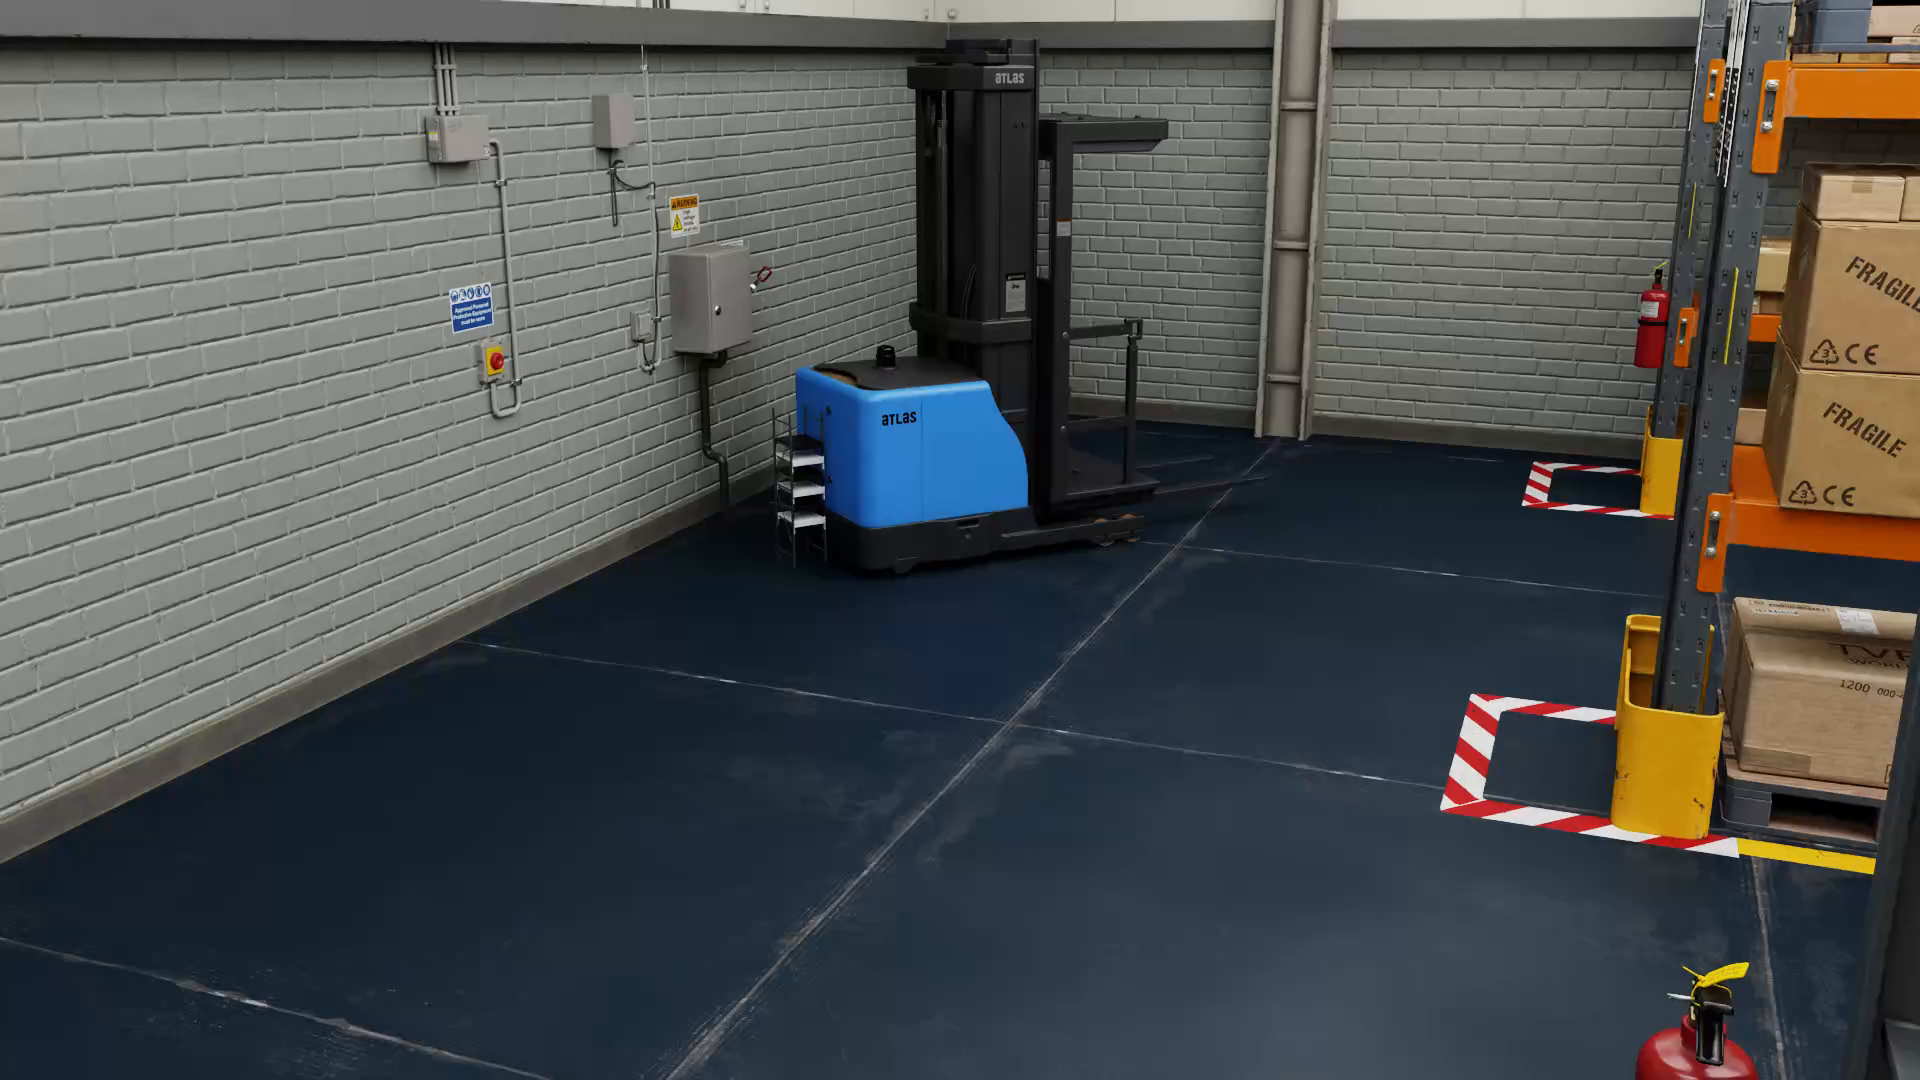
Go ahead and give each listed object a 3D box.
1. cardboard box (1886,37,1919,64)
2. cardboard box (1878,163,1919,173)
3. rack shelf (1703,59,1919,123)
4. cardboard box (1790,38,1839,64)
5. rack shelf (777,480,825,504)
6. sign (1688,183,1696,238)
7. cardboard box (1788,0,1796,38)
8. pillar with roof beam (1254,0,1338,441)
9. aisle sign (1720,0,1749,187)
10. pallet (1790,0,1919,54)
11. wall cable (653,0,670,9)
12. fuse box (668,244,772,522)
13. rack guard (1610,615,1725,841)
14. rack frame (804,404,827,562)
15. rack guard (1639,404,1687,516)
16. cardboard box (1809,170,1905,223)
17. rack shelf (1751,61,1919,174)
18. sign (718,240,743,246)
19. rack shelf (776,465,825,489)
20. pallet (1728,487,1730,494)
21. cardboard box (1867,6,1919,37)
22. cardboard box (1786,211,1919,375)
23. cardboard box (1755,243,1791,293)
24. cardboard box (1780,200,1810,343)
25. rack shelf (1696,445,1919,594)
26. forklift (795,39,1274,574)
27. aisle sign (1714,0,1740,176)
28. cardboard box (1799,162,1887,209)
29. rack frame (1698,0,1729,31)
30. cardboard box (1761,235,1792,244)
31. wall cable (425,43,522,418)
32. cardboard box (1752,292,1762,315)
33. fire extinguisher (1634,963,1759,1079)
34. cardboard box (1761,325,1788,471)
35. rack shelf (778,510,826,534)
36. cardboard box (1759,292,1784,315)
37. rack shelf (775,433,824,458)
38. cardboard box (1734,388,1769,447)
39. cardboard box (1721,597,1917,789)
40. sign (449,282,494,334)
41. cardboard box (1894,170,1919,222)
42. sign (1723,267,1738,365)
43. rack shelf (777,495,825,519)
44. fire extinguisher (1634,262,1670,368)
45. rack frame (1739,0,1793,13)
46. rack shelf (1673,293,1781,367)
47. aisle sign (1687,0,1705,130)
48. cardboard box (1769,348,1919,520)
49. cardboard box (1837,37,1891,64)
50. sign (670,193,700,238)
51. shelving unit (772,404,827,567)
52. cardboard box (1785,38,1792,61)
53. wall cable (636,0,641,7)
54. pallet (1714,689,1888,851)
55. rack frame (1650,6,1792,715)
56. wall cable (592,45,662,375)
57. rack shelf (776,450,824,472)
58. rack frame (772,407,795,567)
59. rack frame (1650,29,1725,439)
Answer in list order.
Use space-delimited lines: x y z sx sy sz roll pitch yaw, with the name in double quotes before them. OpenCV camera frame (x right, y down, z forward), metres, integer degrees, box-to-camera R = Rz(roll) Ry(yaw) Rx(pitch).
"cardboard box" 5.598 -2.880 9.784 0.250 0.149 0.380 7 17 22
"cardboard box" 3.541 -1.303 6.147 0.250 0.149 0.380 7 17 22
"rack shelf" 6.567 -2.646 9.819 4.000 0.370 1.077 6 17 21
"cardboard box" 5.171 -2.963 10.070 0.250 0.149 0.380 7 17 22
"rack shelf" -0.931 -0.286 9.664 0.200 0.077 0.258 -10 19 -30
"sign" 4.507 -2.031 10.236 0.005 0.325 0.100 6 17 21
"cardboard box" 5.019 -3.151 10.003 0.500 0.250 0.500 6 17 20
"pillar with roof beam" 0.949 -4.030 7.915 0.400 9.000 9.100 6 17 21
"aisle sign" 2.715 -1.649 5.810 0.004 0.787 0.394 6 17 21
"pallet" 3.583 -1.793 5.748 1.213 0.211 1.003 6 17 21
"wall cable" -1.171 -4.789 10.464 0.133 3.039 2.988 6 17 21
"fuse box" -1.459 -0.950 10.377 0.414 1.711 0.539 6 17 21
"rack guard" 2.866 0.730 6.763 0.348 0.500 1.175 6 17 21
"rack frame" -0.844 -0.333 9.706 0.006 0.900 0.240 -10 19 -30
"rack guard" 4.777 -0.548 11.164 0.348 0.500 1.175 6 17 21
"cardboard box" 3.117 -1.200 5.790 0.250 0.149 0.380 7 17 22
"rack shelf" 4.749 -1.359 5.384 4.000 0.370 1.077 6 17 21
"sign" -1.470 -1.672 10.725 0.001 0.494 0.329 6 17 21
"rack shelf" -0.931 -0.372 9.639 0.200 0.077 0.258 -10 19 -30
"pallet" 5.519 -0.328 10.924 1.213 0.211 1.003 6 17 21
"cardboard box" 5.499 -3.104 9.842 0.500 0.250 0.500 7 17 22
"cardboard box" 3.231 -0.873 5.829 0.500 0.500 0.500 6 17 19
"cardboard box" 5.030 -1.710 10.421 0.500 0.250 0.500 6 17 21
"cardboard box" 3.424 -1.009 6.296 0.500 0.500 0.500 7 18 22
"rack shelf" 4.749 0.082 5.802 4.000 0.370 1.077 6 17 21
"forklift" 0.552 -1.491 10.051 3.031 2.935 1.130 -9 18 -27
"aisle sign" 2.935 -1.804 6.346 0.004 0.787 0.394 6 17 21
"cardboard box" 3.296 -1.323 6.215 0.250 0.149 0.380 7 17 21
"rack frame" 4.706 -4.637 10.005 0.127 3.000 1.000 6 17 21
"cardboard box" 5.232 -1.849 10.896 0.500 0.250 0.500 7 18 22
"wall cable" -2.365 -1.542 8.226 0.123 1.953 0.585 6 17 21
"cardboard box" 4.911 -1.530 10.516 0.250 0.149 0.380 6 17 20
"fire extinguisher" 1.101 0.897 2.512 0.183 0.674 0.296 6 17 21
"cardboard box" 3.434 -0.536 6.459 0.500 0.500 0.500 6 17 21
"rack shelf" -0.931 -0.113 9.714 0.200 0.077 0.258 -10 19 -30
"cardboard box" 5.165 -1.516 10.468 0.250 0.149 0.380 7 18 22
"rack shelf" -0.931 -0.545 9.589 0.200 0.077 0.258 -10 19 -30
"cardboard box" 5.241 -0.672 10.831 0.637 0.503 0.797 6 17 18
"cardboard box" 3.539 0.602 6.562 0.875 0.438 0.875 6 17 19
"sign" -2.440 -1.162 8.313 0.001 0.218 0.327 6 17 21
"cardboard box" 3.387 -1.191 5.761 0.250 0.149 0.380 7 17 22
"sign" 2.679 -0.779 5.781 0.005 0.325 0.100 6 17 21
"rack shelf" -0.931 -0.200 9.689 0.200 0.077 0.258 -10 19 -30
"fire extinguisher" 4.400 -1.435 10.544 0.183 0.674 0.296 6 17 21
"rack frame" 2.889 -3.349 5.570 0.127 3.000 1.000 6 17 21
"rack shelf" 6.567 -1.206 10.237 4.000 0.370 1.077 6 17 21
"aisle sign" 4.535 -2.935 10.241 0.004 0.787 0.394 6 17 21
"cardboard box" 3.230 -0.393 5.967 0.500 0.500 0.500 6 17 20
"cardboard box" 5.403 -2.932 9.964 0.250 0.149 0.380 6 17 21
"sign" -1.672 -1.972 10.106 0.001 0.242 0.339 6 17 21
"shelving unit" -0.931 -0.318 9.655 0.210 0.900 0.258 -10 19 -30
"cardboard box" 4.918 -2.983 10.139 0.250 0.149 0.380 7 17 22
"wall cable" -2.228 -4.053 7.993 0.029 3.000 2.355 6 17 21
"pallet" 3.661 0.933 6.583 1.213 0.211 1.003 6 17 21
"rack frame" 2.889 -0.468 6.406 0.127 3.000 1.000 6 17 21
"wall cable" -1.856 -1.896 9.502 0.122 1.984 0.588 6 17 21
"rack shelf" -0.931 -0.459 9.614 0.200 0.077 0.258 -10 19 -30
"rack frame" -1.018 -0.303 9.604 0.006 0.900 0.240 -10 19 -30
"rack frame" 4.706 -1.756 10.842 0.127 3.000 1.000 6 17 21
